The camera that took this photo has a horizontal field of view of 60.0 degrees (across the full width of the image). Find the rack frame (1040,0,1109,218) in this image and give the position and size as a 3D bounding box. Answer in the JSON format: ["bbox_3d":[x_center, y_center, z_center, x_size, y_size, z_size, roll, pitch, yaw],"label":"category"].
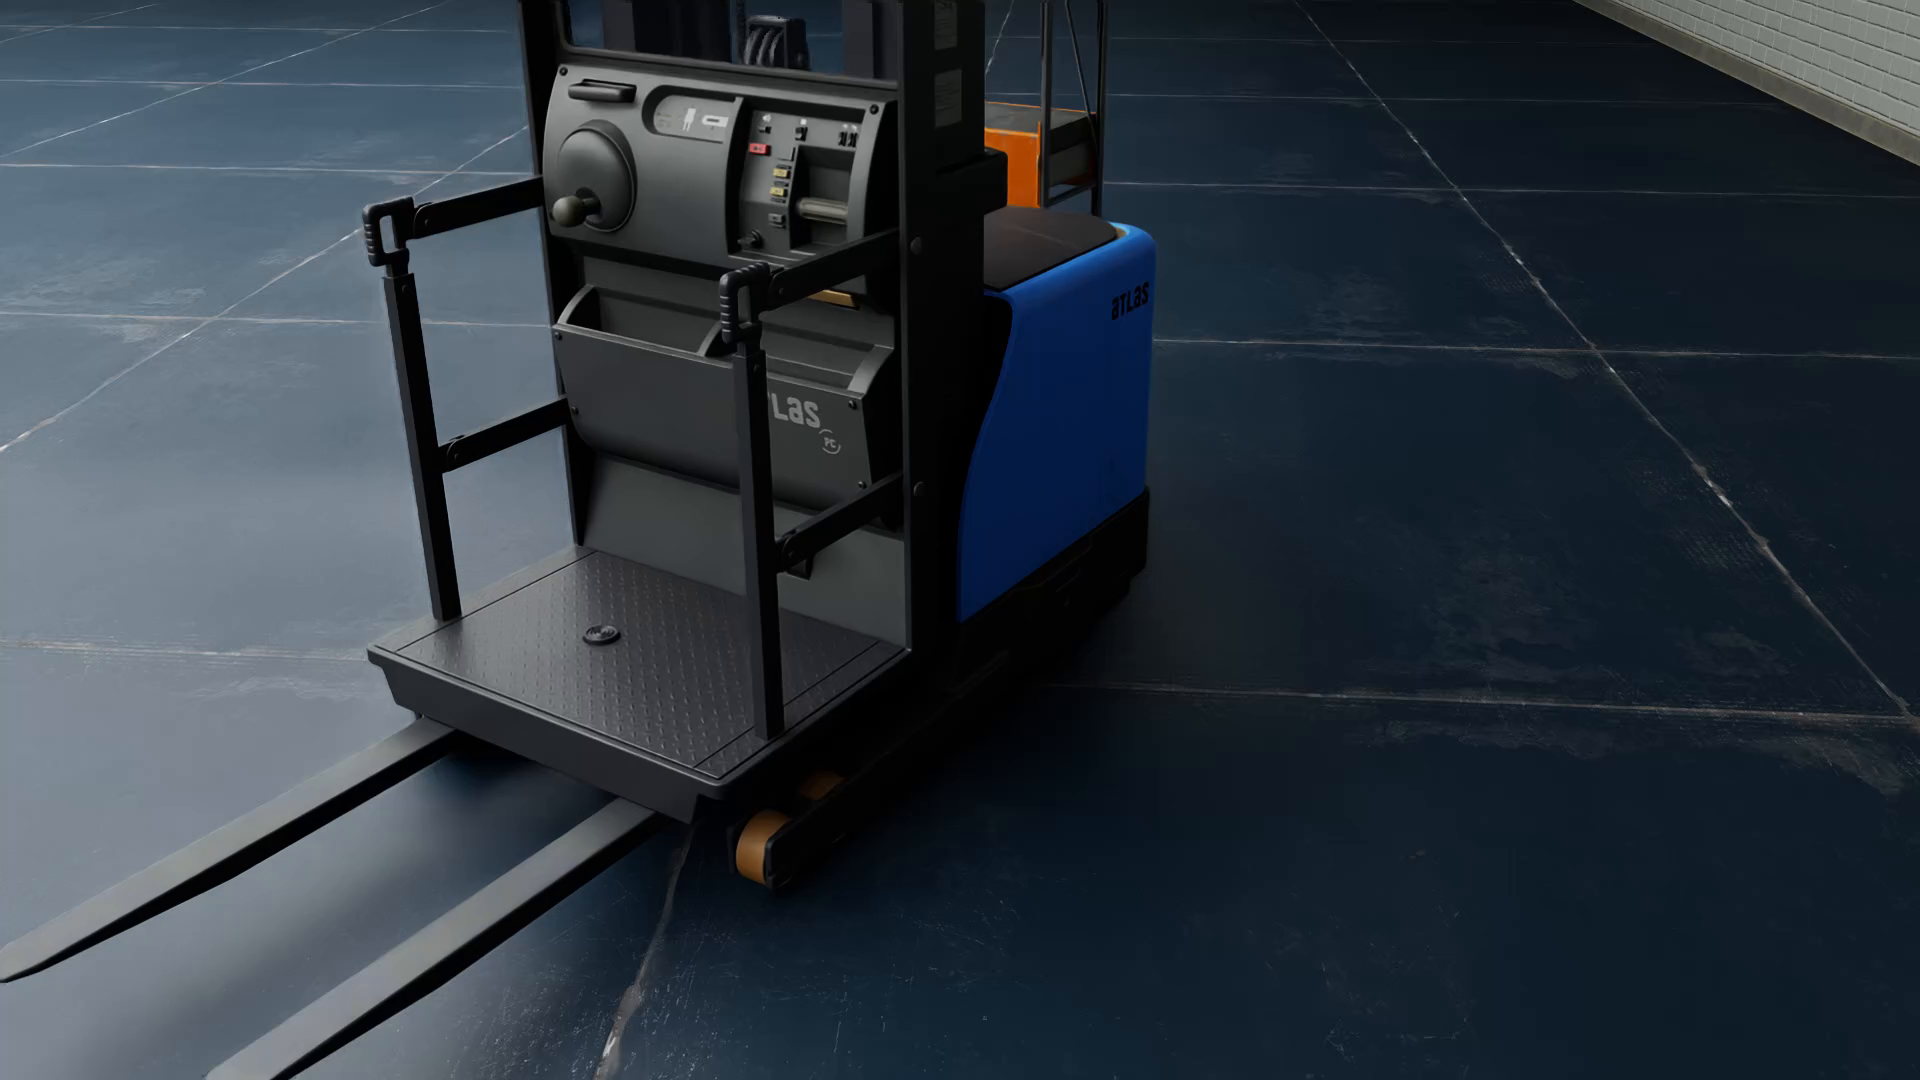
[{"bbox_3d":[0.336,-1.037,4.991,0.015,2.100,0.400,14,28,27],"label":"rack frame"}]

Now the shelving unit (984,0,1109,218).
[{"bbox_3d":[0.124,-1.088,5.102,0.503,2.100,0.431,14,28,27],"label":"shelving unit"}]

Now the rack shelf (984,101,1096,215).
[{"bbox_3d":[0.124,-1.075,5.108,0.480,0.518,0.431,14,28,27],"label":"rack shelf"}]

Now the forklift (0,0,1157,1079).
[{"bbox_3d":[-0.672,-0.802,3.487,1.130,2.935,3.031,15,29,30],"label":"forklift"}]

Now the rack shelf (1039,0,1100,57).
[{"bbox_3d":[0.124,-1.711,4.815,0.480,0.518,0.431,14,28,27],"label":"rack shelf"}]
